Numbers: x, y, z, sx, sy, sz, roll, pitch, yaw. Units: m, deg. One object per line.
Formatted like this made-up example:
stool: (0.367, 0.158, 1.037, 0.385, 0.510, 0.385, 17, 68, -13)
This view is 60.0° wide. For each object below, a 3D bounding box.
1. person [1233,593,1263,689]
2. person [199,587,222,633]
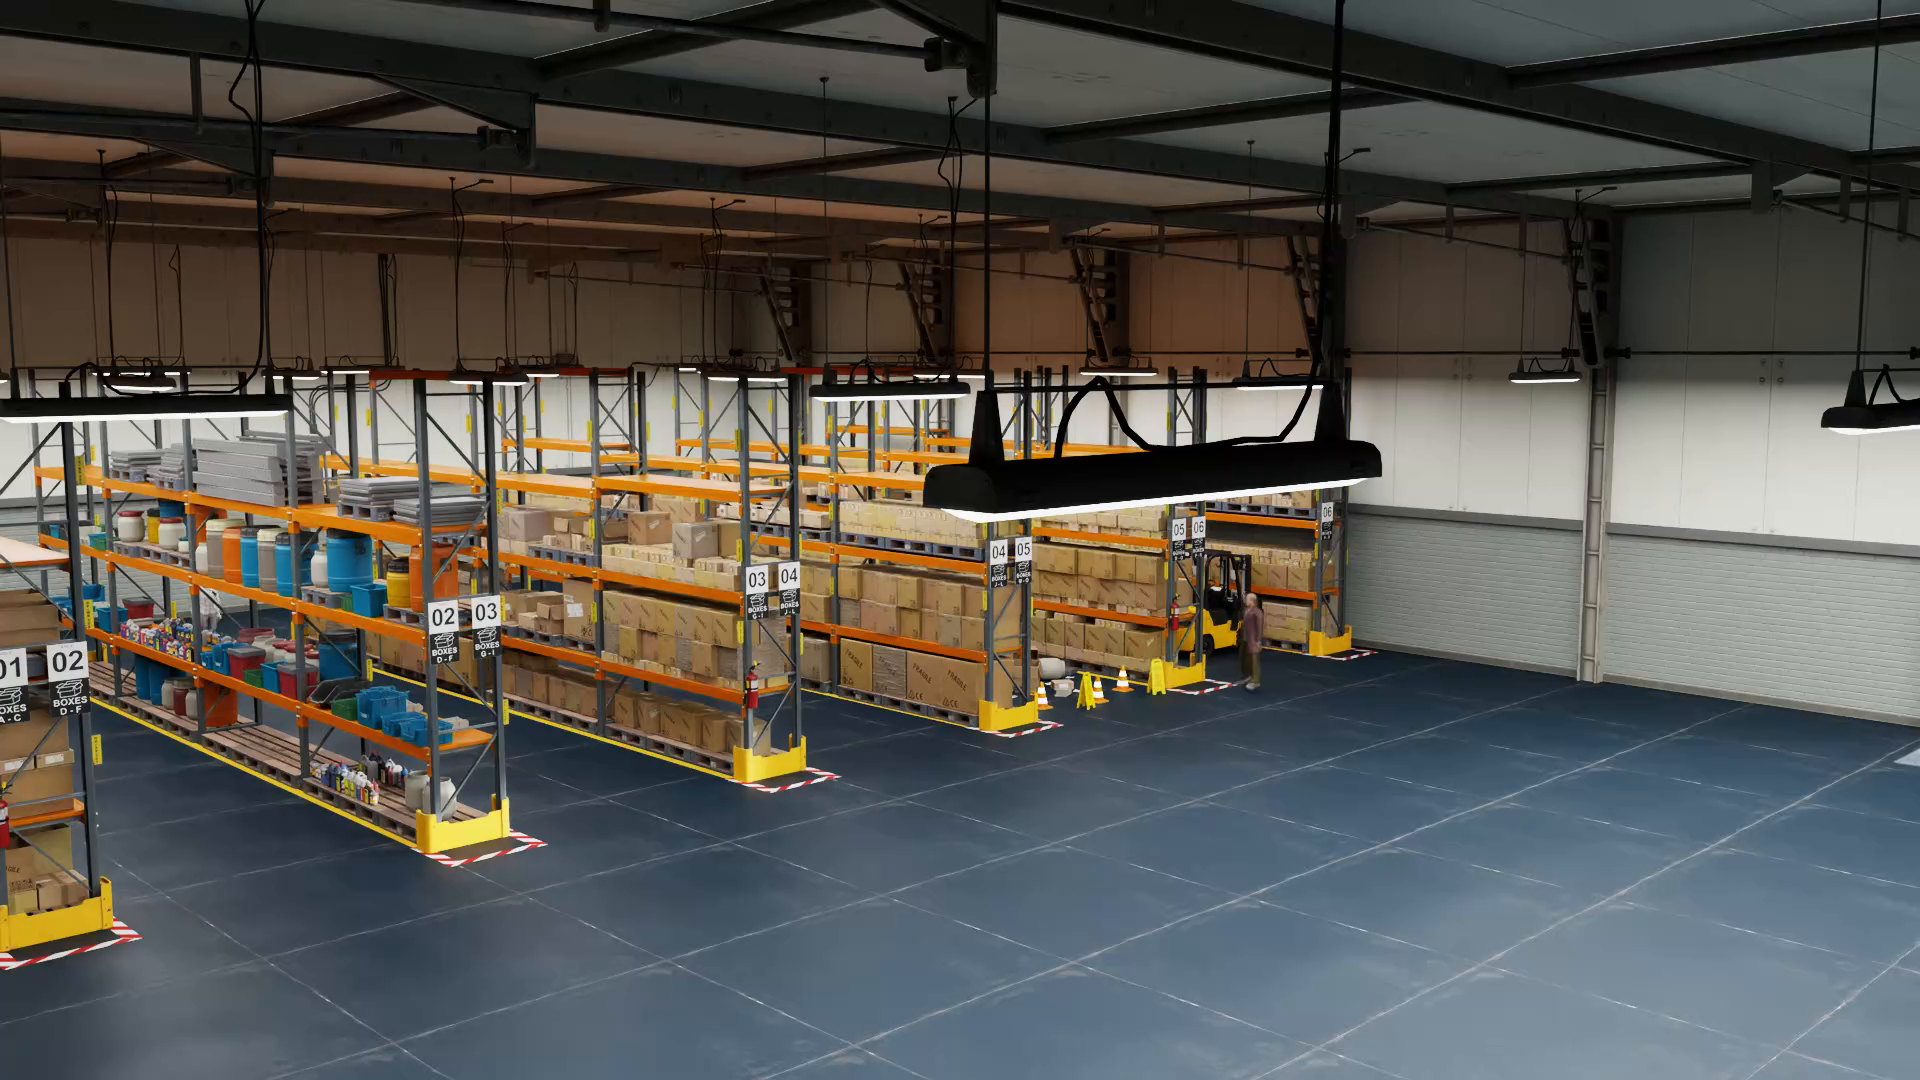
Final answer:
person: (5.452, 1.910, 31.422, 0.378, 1.839, 0.628, -3, 7, -26)
person: (-15.749, 1.580, 34.836, 0.529, 1.672, 0.388, -5, 8, -40)
